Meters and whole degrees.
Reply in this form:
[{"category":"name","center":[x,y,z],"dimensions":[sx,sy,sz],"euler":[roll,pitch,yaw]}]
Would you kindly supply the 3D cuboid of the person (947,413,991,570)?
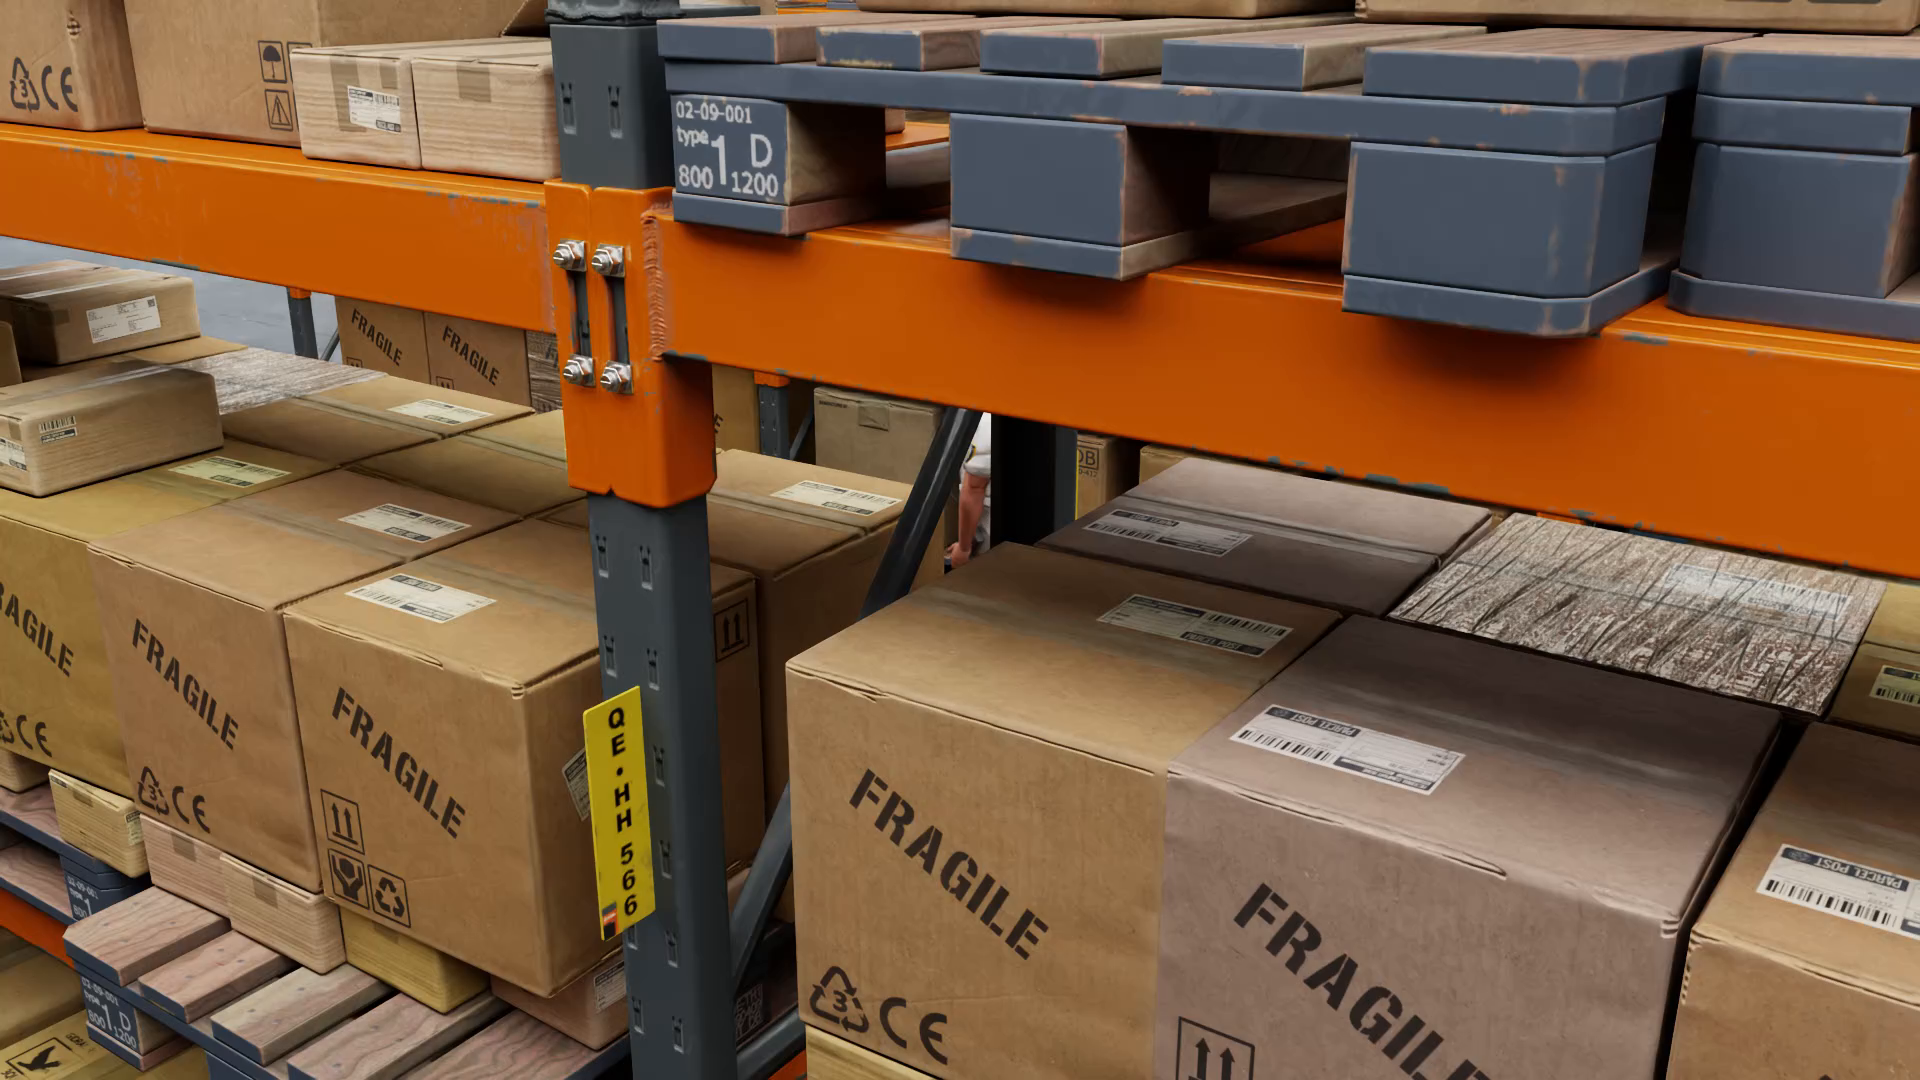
[{"category":"person","center":[0.195,-0.013,6.626],"dimensions":[0.531,1.738,0.391],"euler":[-17,26,-39]}]
